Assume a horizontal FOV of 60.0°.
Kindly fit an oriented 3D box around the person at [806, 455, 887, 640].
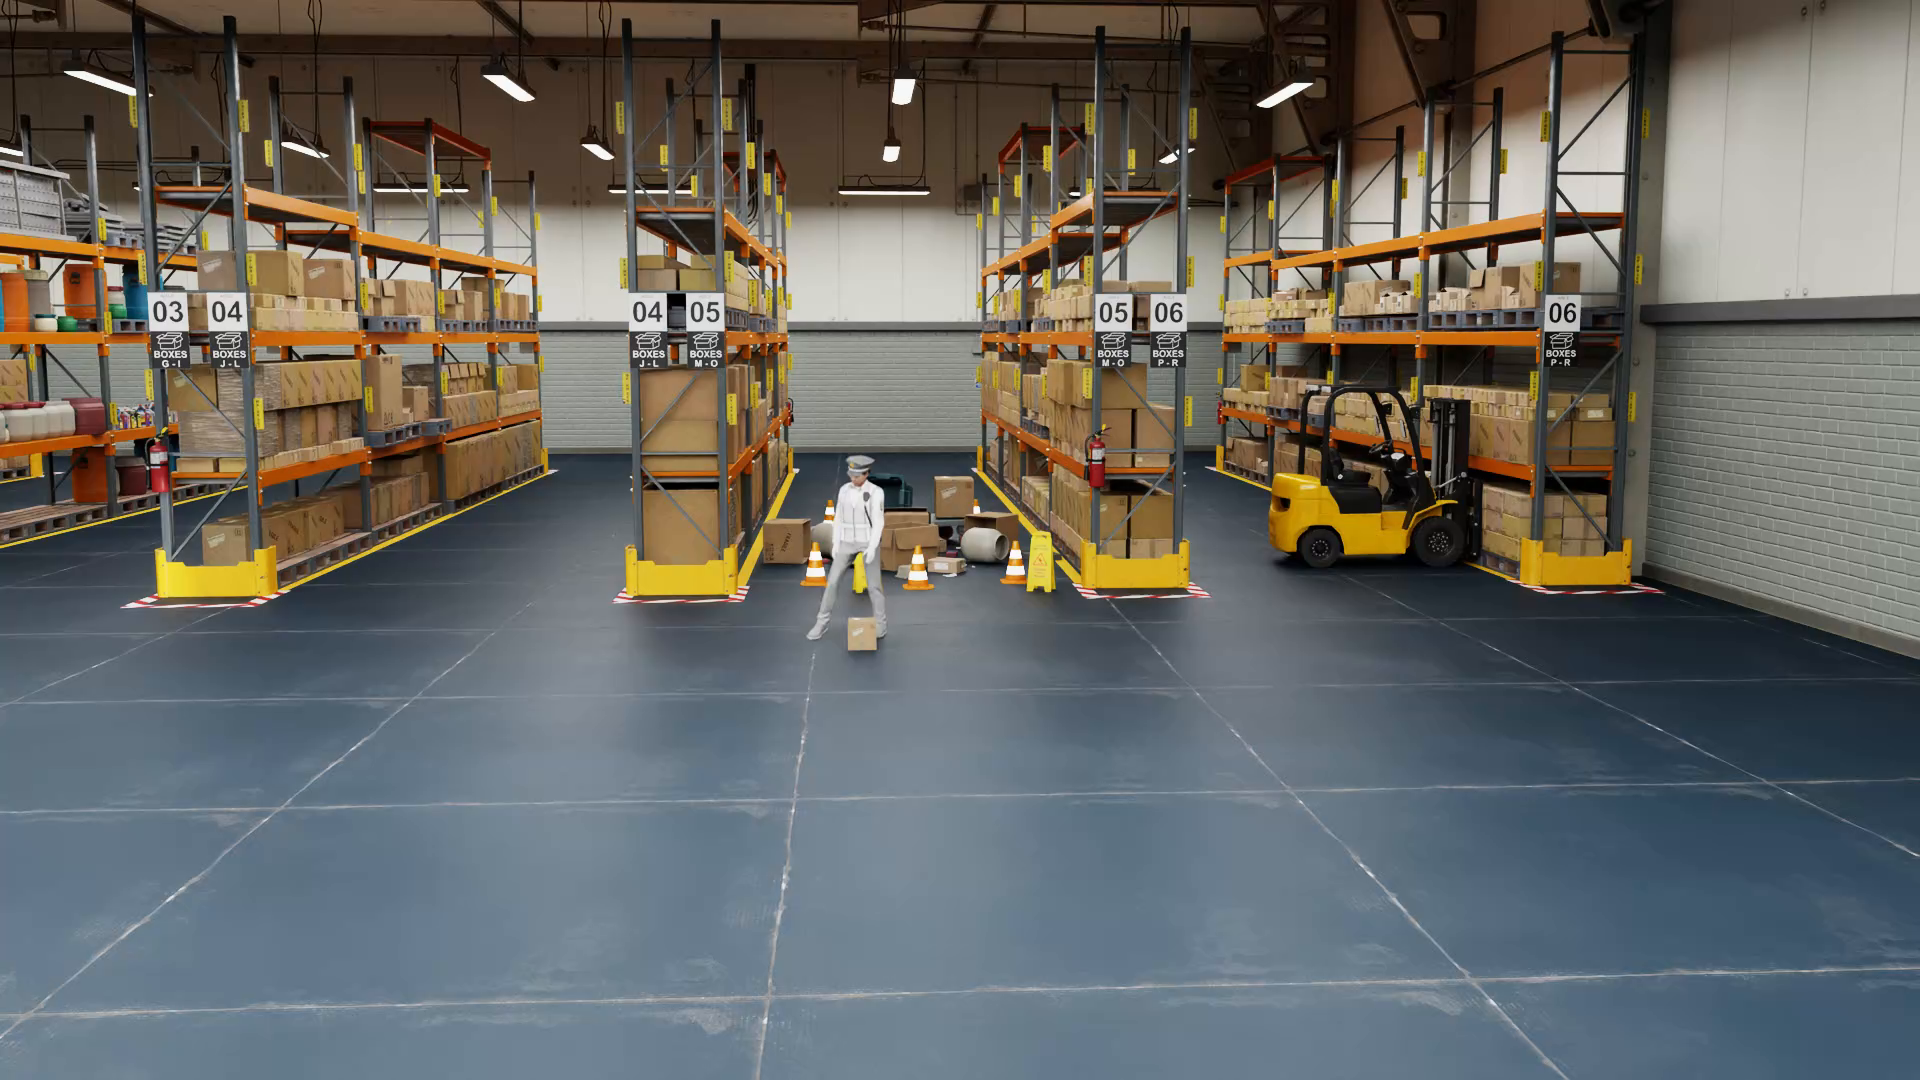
[{"bbox_3d":[-1.025,0.066,15.091,0.669,1.658,0.490,2,7,16],"label":"person"}]
